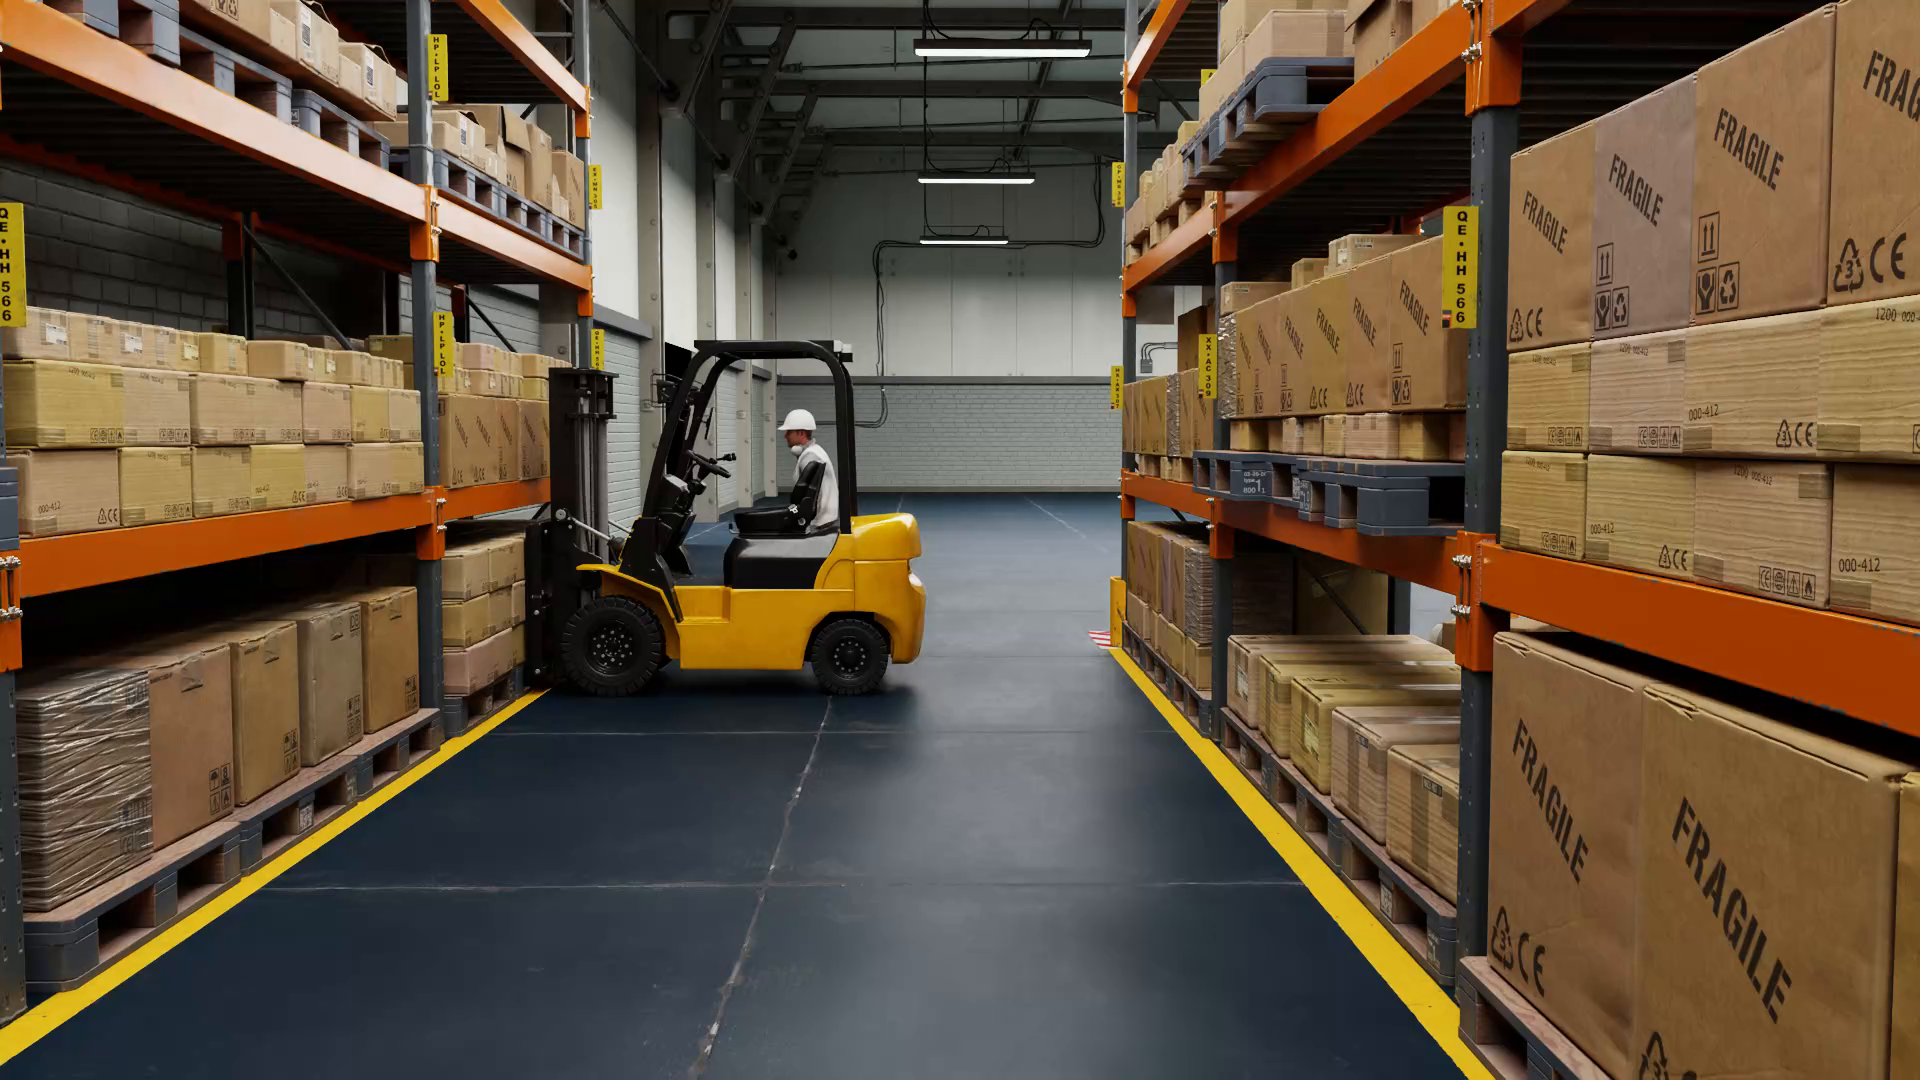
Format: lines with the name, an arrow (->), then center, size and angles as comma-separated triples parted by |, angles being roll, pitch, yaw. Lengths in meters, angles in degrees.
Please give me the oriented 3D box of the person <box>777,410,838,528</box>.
person -> -1.171, -0.113, 12.768 | 0.476, 1.770, 0.591 | 0, 4, -5
